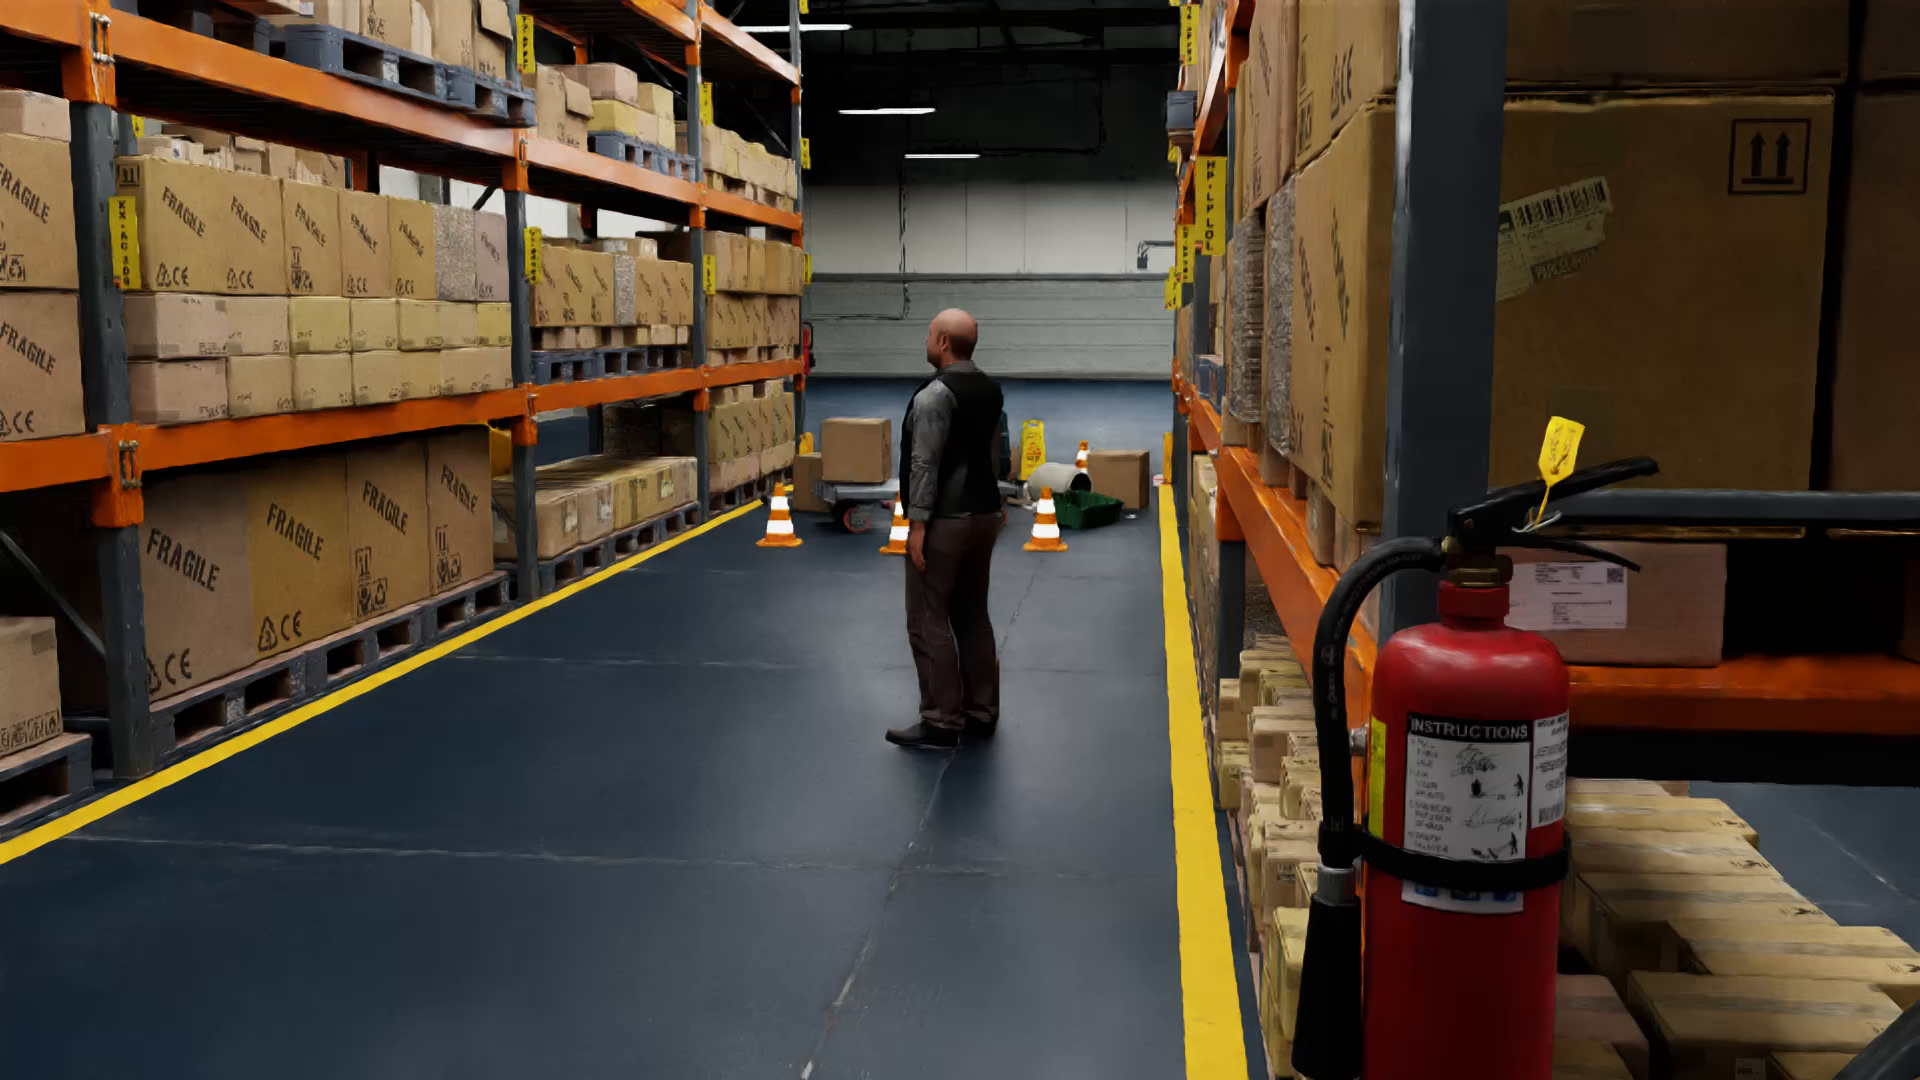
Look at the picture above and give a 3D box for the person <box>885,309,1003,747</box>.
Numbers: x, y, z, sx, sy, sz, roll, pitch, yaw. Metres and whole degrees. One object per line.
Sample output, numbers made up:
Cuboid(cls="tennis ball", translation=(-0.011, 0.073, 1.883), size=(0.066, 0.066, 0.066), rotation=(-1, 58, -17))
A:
Cuboid(cls="person", translation=(-0.040, -0.056, 6.663), size=(0.358, 1.726, 0.567), rotation=(4, 9, 30))
